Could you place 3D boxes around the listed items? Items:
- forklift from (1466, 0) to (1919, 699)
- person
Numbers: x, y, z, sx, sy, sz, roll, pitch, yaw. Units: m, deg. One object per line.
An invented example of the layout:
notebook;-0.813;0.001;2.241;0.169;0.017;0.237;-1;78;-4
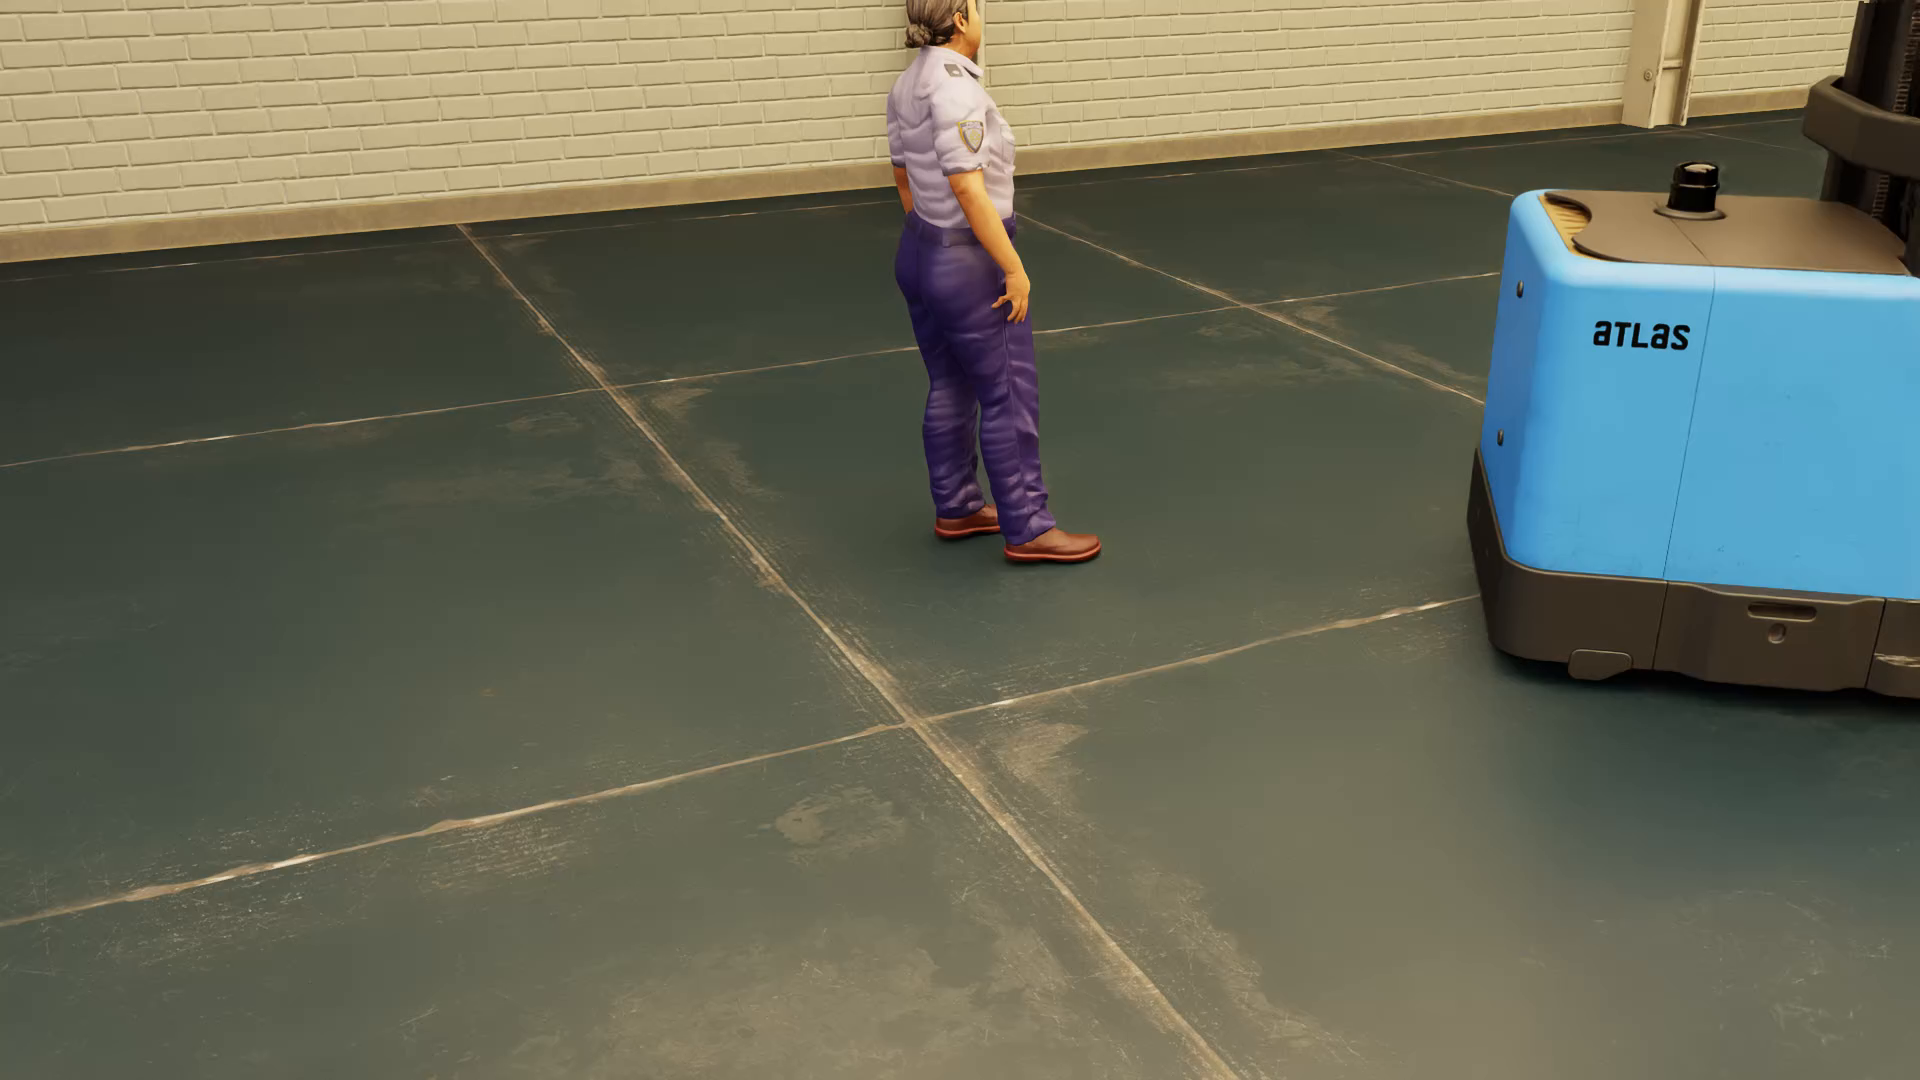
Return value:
forklift;2.940;-1.071;3.864;3.031;2.935;1.130;5;23;11
person;0.091;-0.774;4.804;0.502;1.651;0.598;-10;25;-23
